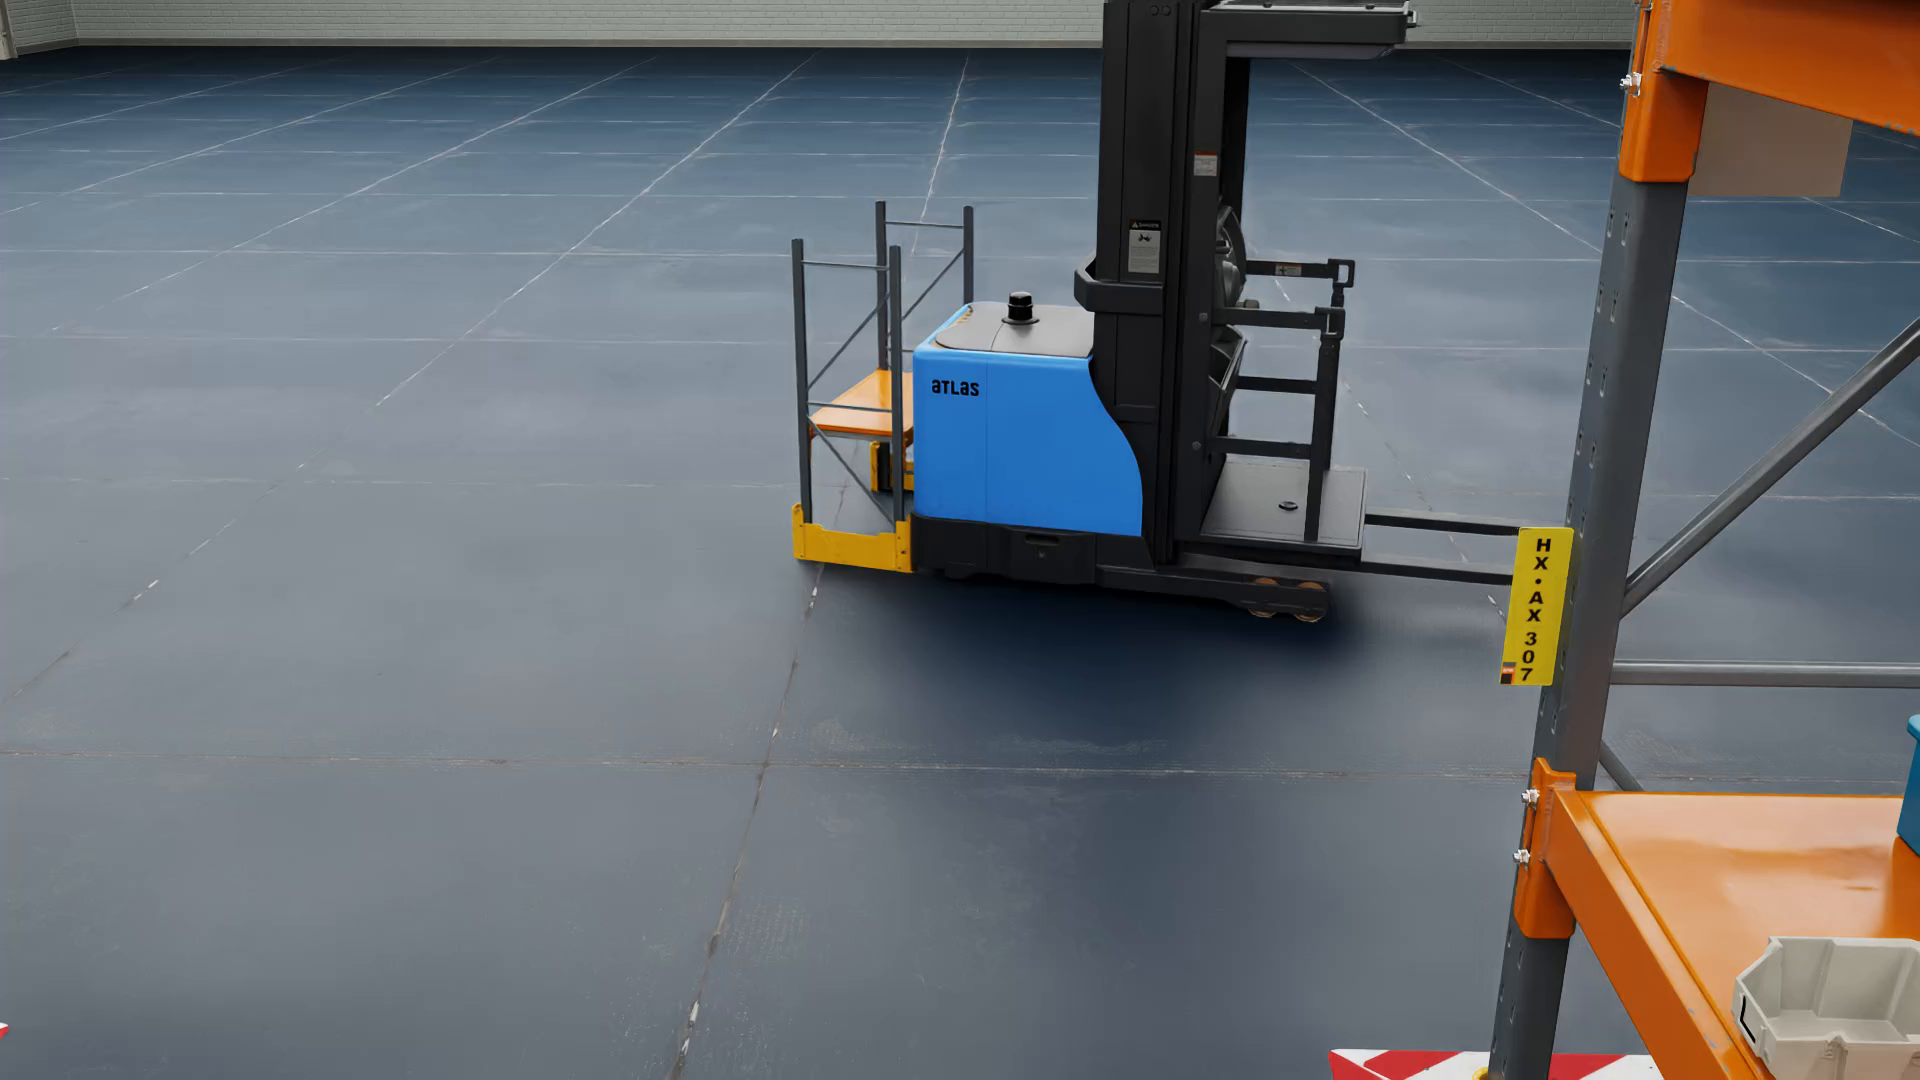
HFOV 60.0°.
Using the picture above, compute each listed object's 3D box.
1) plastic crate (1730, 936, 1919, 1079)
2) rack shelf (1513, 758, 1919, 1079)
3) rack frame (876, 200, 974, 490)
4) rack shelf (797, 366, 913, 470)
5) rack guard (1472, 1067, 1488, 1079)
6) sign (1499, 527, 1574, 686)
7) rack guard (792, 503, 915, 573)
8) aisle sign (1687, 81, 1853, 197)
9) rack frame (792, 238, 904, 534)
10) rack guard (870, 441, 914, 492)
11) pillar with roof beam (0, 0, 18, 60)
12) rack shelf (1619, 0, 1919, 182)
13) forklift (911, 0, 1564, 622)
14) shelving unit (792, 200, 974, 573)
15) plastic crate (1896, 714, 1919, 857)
[{"bbox_3d":[1.298,0.709,2.420,0.298,0.136,0.250,1,21,2],"label":"plastic crate"},{"bbox_3d":[1.586,1.324,1.464,1.077,0.370,4.000,1,21,2],"label":"rack shelf"},{"bbox_3d":[-0.174,-0.943,8.385,0.500,1.500,0.032,7,22,17],"label":"rack frame"},{"bbox_3d":[-0.335,-0.601,8.001,0.538,0.185,1.000,7,22,17],"label":"rack shelf"},{"bbox_3d":[1.691,1.459,3.578,1.175,0.500,0.348,1,21,2],"label":"rack guard"},{"bbox_3d":[1.097,0.129,3.167,0.100,0.325,0.005,1,21,2],"label":"sign"},{"bbox_3d":[-0.495,-0.012,7.713,0.587,0.250,0.087,7,22,17],"label":"rack guard"},{"bbox_3d":[1.356,-0.976,2.803,0.394,0.787,0.004,1,21,2],"label":"aisle sign"},{"bbox_3d":[-0.496,-0.594,7.486,0.500,1.500,0.032,7,22,17],"label":"rack frame"},{"bbox_3d":[-0.180,-0.353,8.594,0.587,0.250,0.087,7,22,17],"label":"rack guard"},{"bbox_3d":[-13.877,-13.306,29.881,9.100,9.000,0.400,1,21,2],"label":"pillar with roof beam"},{"bbox_3d":[1.586,-0.074,0.921,1.077,0.370,4.000,1,21,2],"label":"rack shelf"},{"bbox_3d":[1.353,-1.228,7.142,3.031,2.935,1.130,5,22,14],"label":"forklift"},{"bbox_3d":[-0.338,-0.765,7.928,0.587,1.500,1.083,7,22,17],"label":"shelving unit"},{"bbox_3d":[1.931,0.519,2.750,0.499,0.251,0.616,1,21,2],"label":"plastic crate"}]
